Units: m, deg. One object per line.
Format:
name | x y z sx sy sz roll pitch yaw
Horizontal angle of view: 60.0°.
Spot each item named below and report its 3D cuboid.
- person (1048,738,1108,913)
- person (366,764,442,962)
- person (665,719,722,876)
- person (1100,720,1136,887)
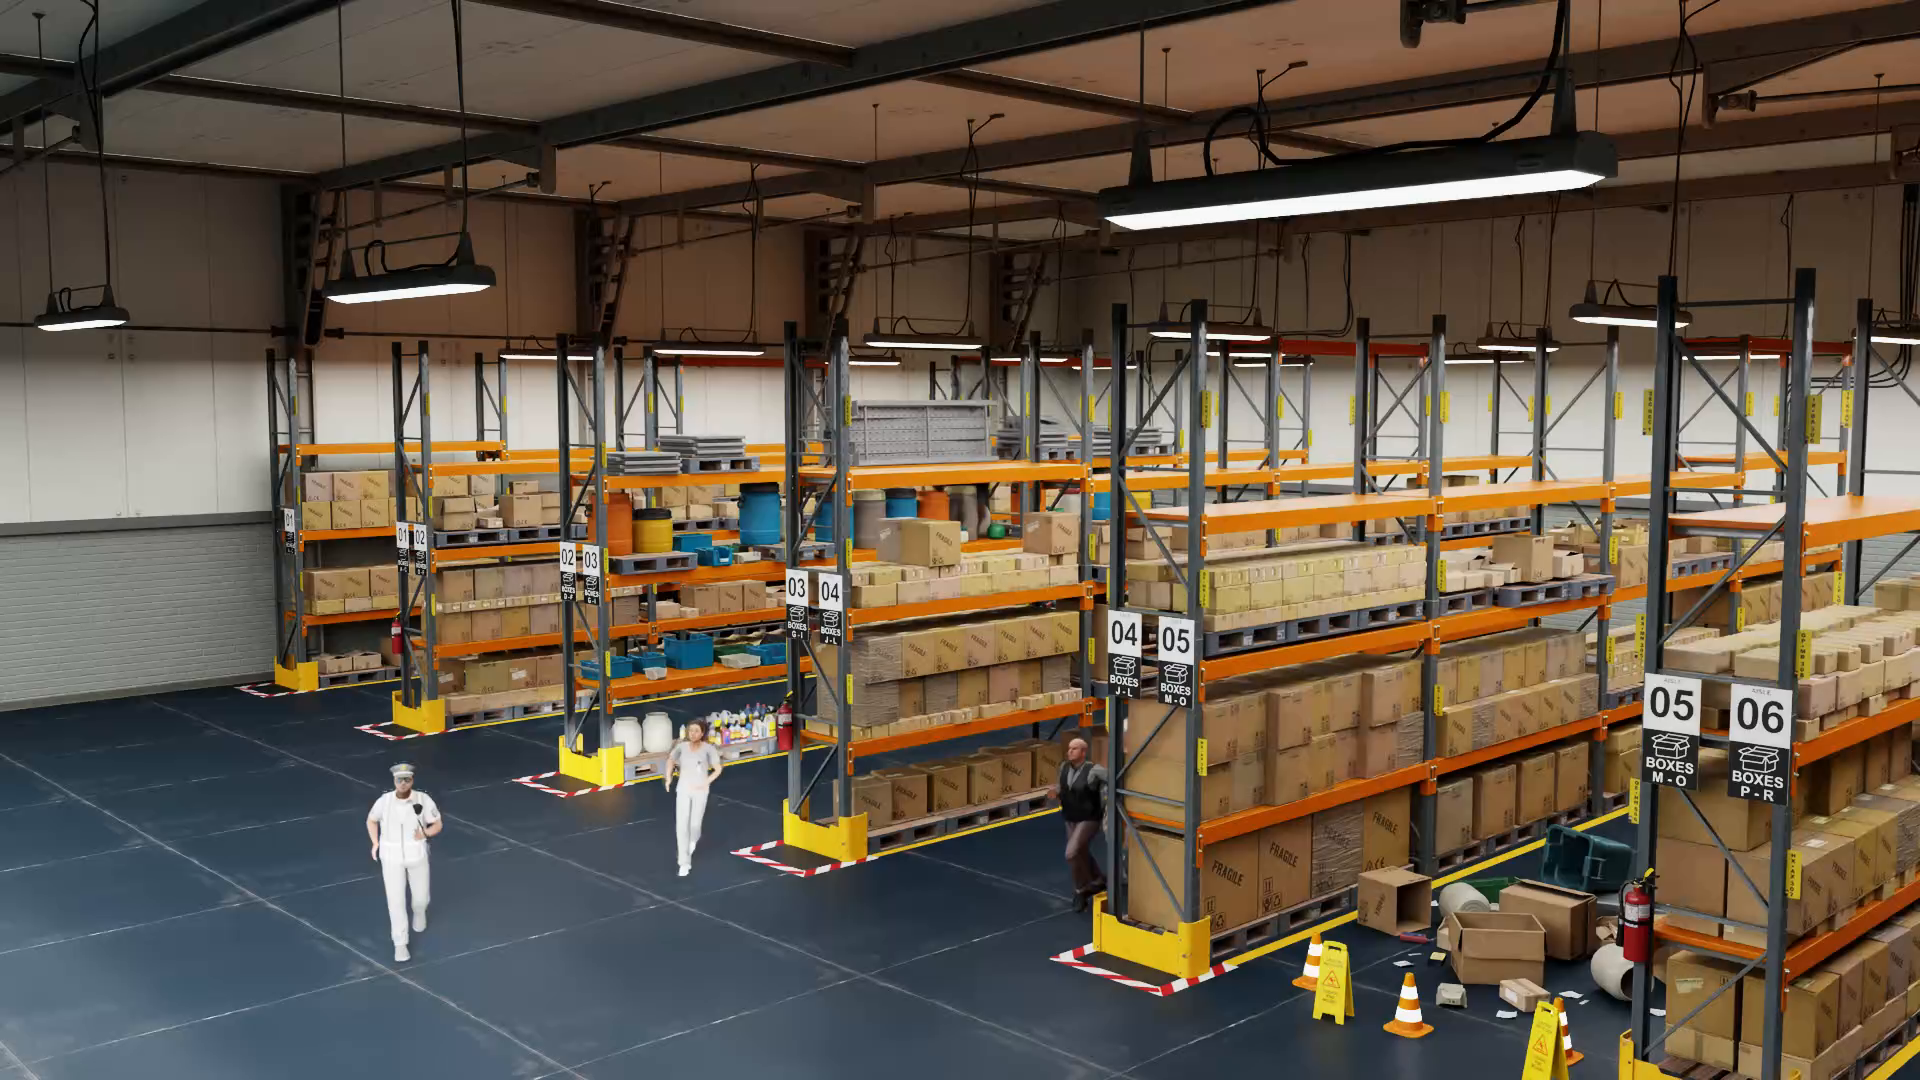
person | 1.241 2.865 16.874 0.804 1.733 0.676 -4 7 -42
person | -5.170 2.940 15.494 0.674 1.752 0.921 -2 5 -18
person | -2.919 2.781 18.255 0.620 1.661 0.844 0 5 0
person | 1.772 2.776 17.618 0.635 1.758 0.651 -5 7 -42
